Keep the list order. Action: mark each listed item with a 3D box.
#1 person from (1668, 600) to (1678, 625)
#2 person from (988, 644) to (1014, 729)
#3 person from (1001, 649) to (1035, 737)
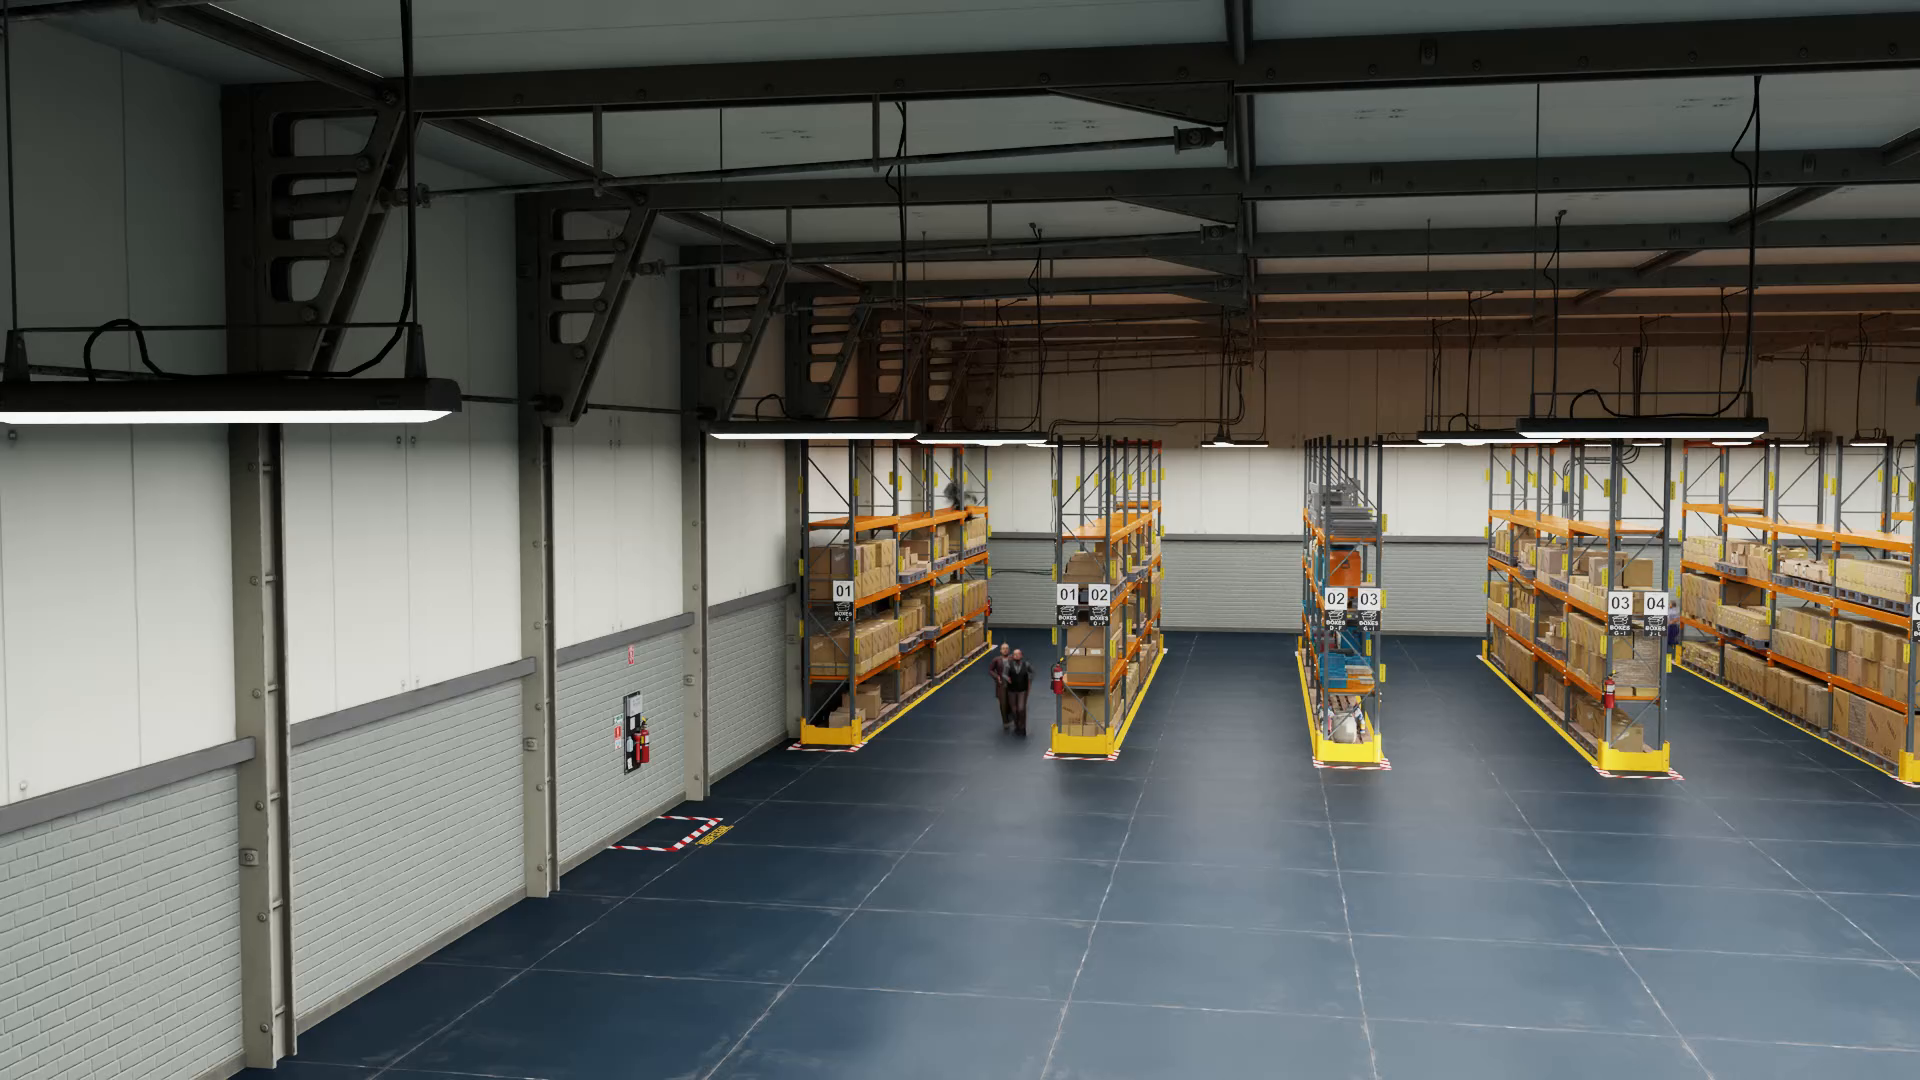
[{"bbox_3d":[19.578,2.039,45.813,0.403,0.775,0.650,1,3,13],"label":"person"},{"bbox_3d":[0.939,2.968,34.234,0.729,1.665,0.670,0,3,1],"label":"person"},{"bbox_3d":[1.151,3.073,33.373,0.641,1.757,0.738,1,3,10],"label":"person"}]
